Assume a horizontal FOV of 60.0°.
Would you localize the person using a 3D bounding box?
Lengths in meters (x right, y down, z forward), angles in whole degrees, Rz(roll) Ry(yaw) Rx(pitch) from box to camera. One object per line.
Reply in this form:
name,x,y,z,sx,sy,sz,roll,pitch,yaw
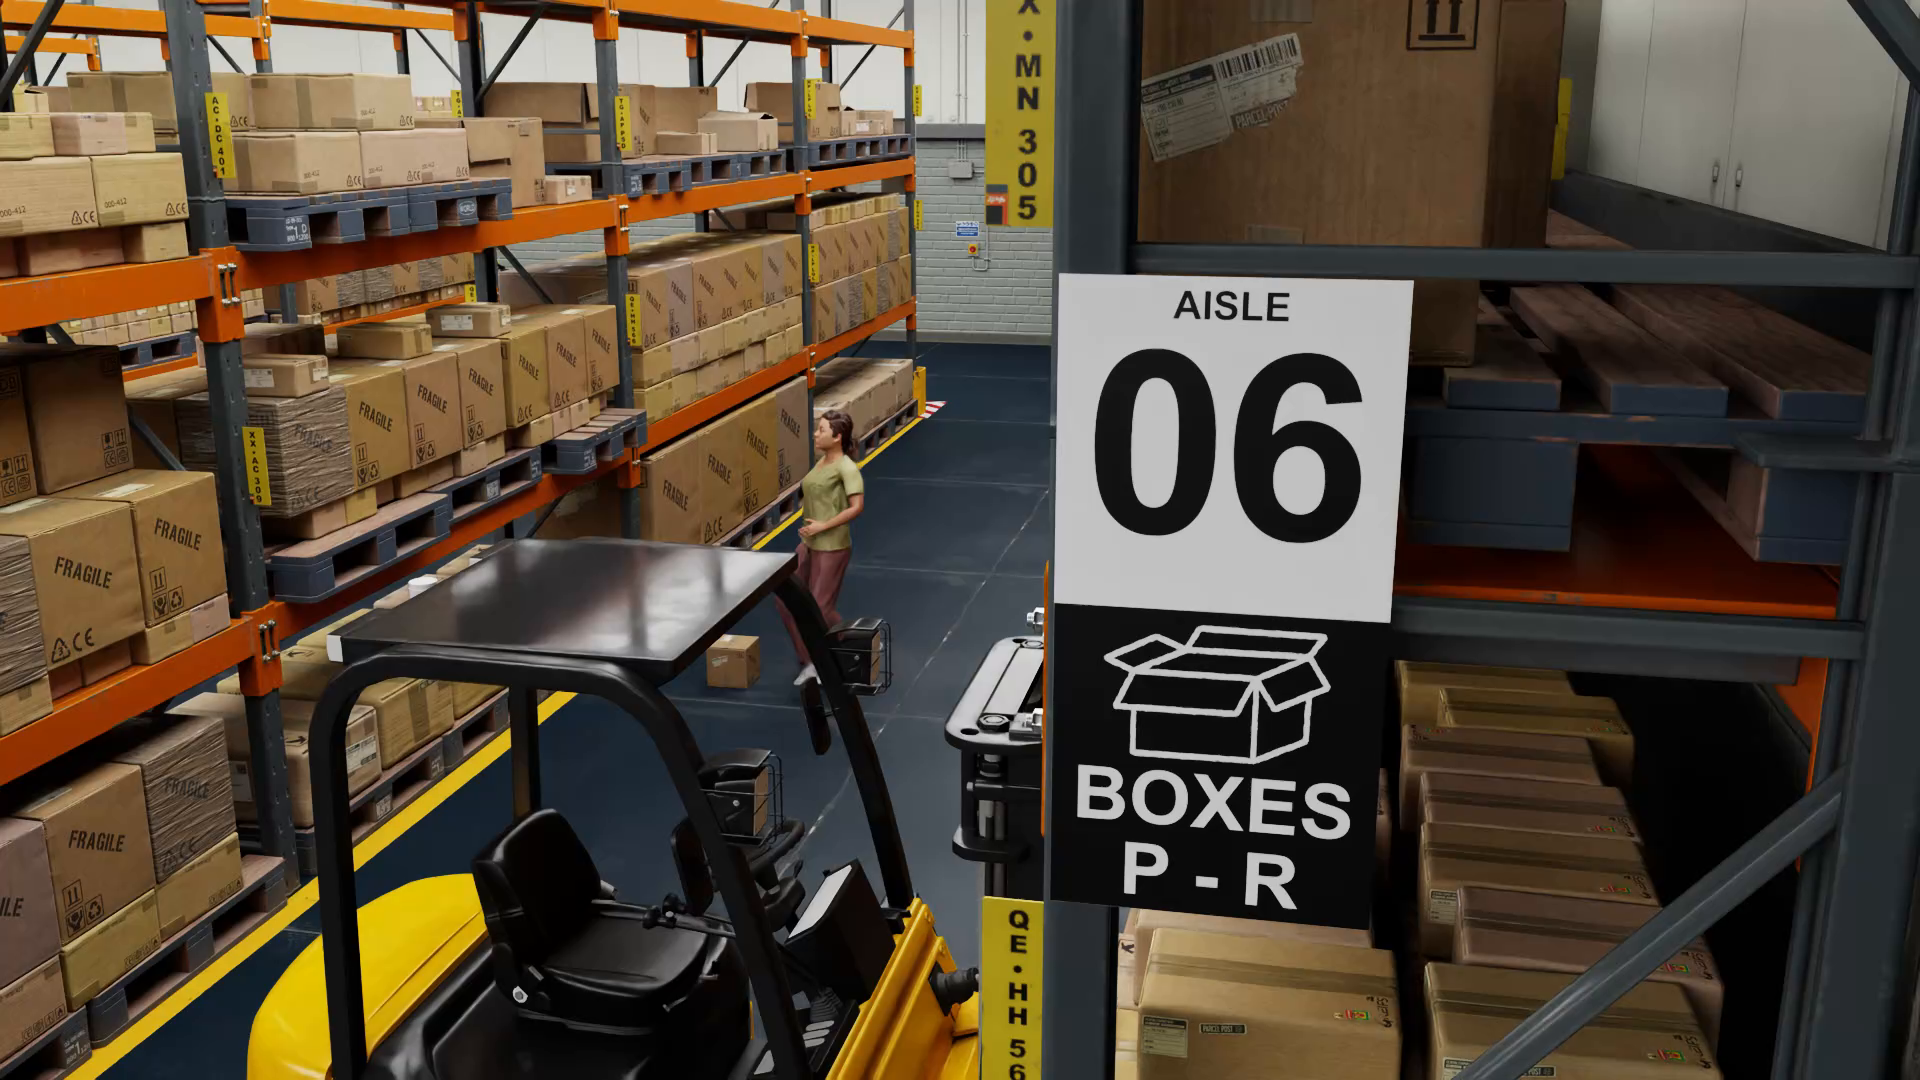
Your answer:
person,-0.832,0.066,9.887,0.526,1.674,0.639,-7,16,-26
